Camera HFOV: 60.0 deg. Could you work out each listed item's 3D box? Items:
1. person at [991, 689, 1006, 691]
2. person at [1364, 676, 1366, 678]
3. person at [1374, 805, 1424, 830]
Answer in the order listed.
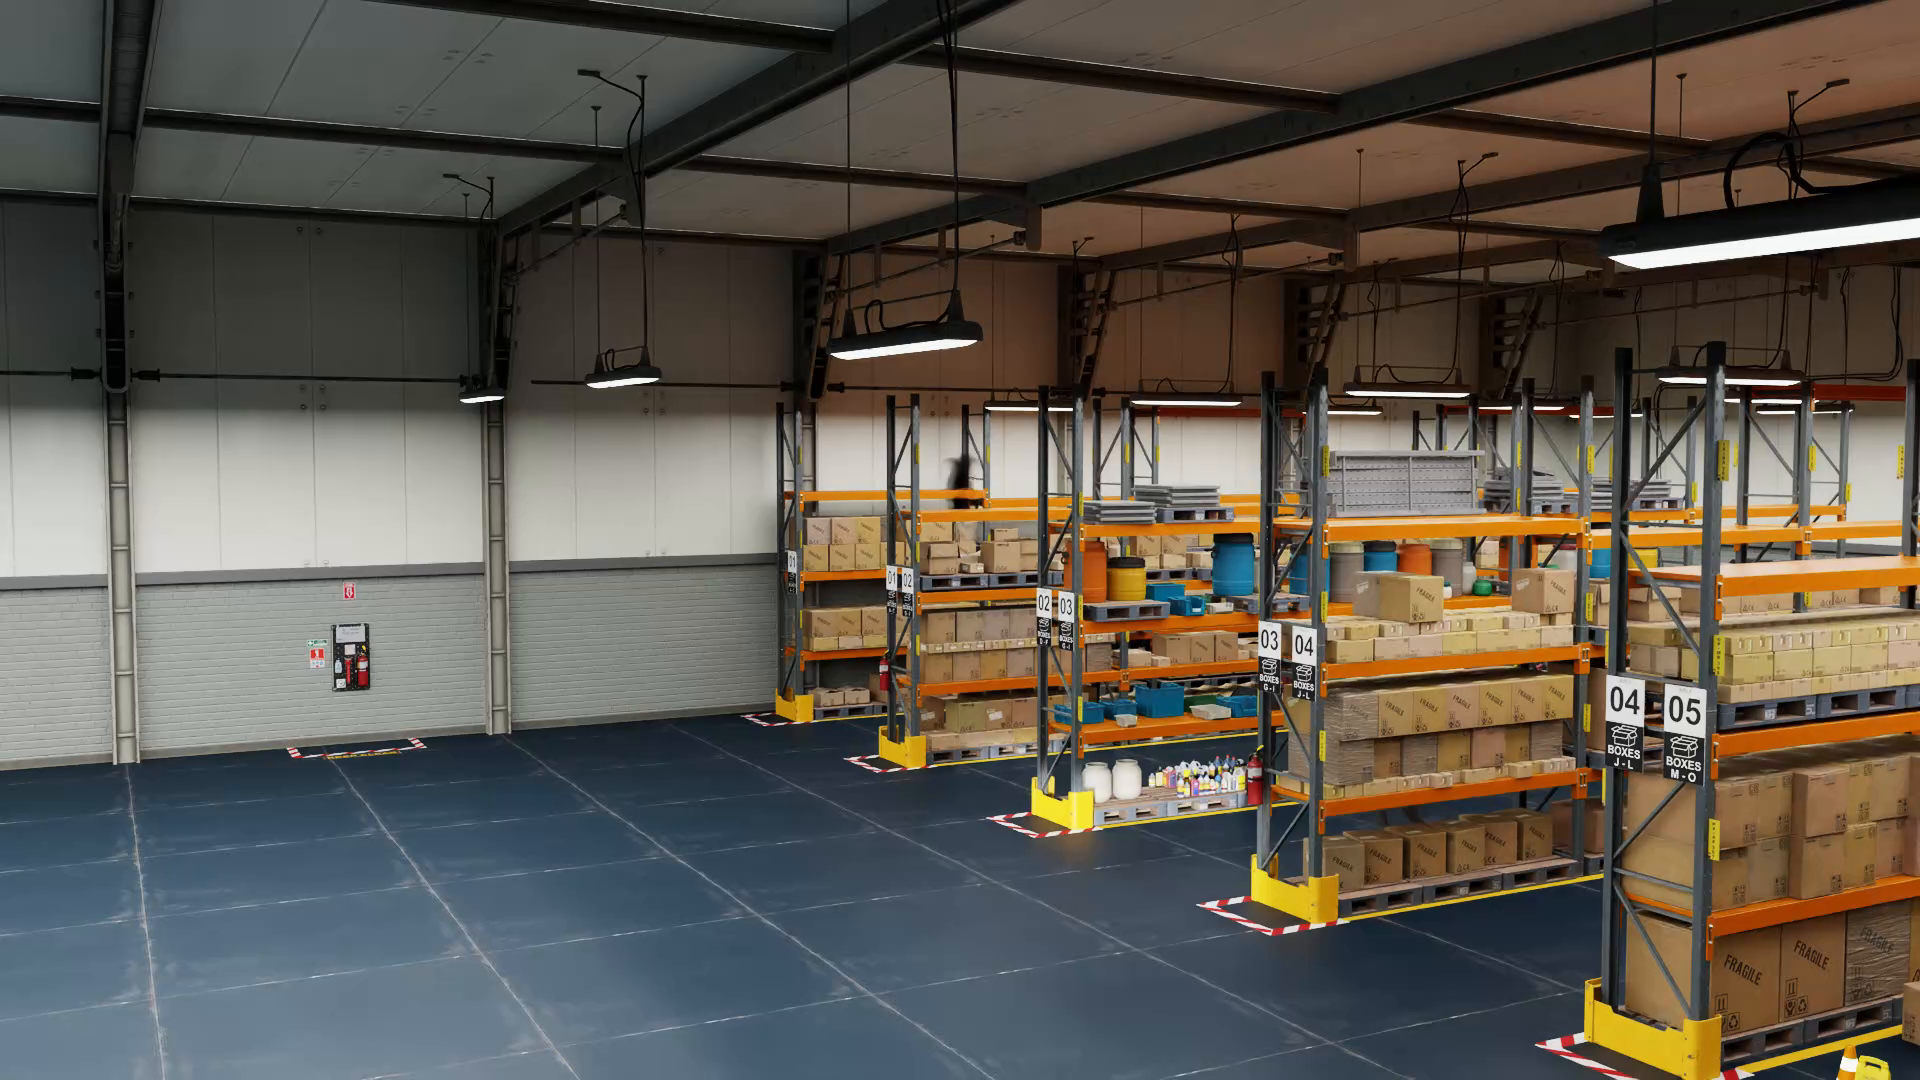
[{"bbox_3d":[0.697,2.631,29.914,0.808,1.740,0.596,-1,4,-25],"label":"person"},{"bbox_3d":[6.548,2.778,27.269,0.809,1.720,0.622,-2,4,-25],"label":"person"},{"bbox_3d":[5.598,3.148,21.160,0.810,1.581,0.505,-1,3,-16],"label":"person"}]
